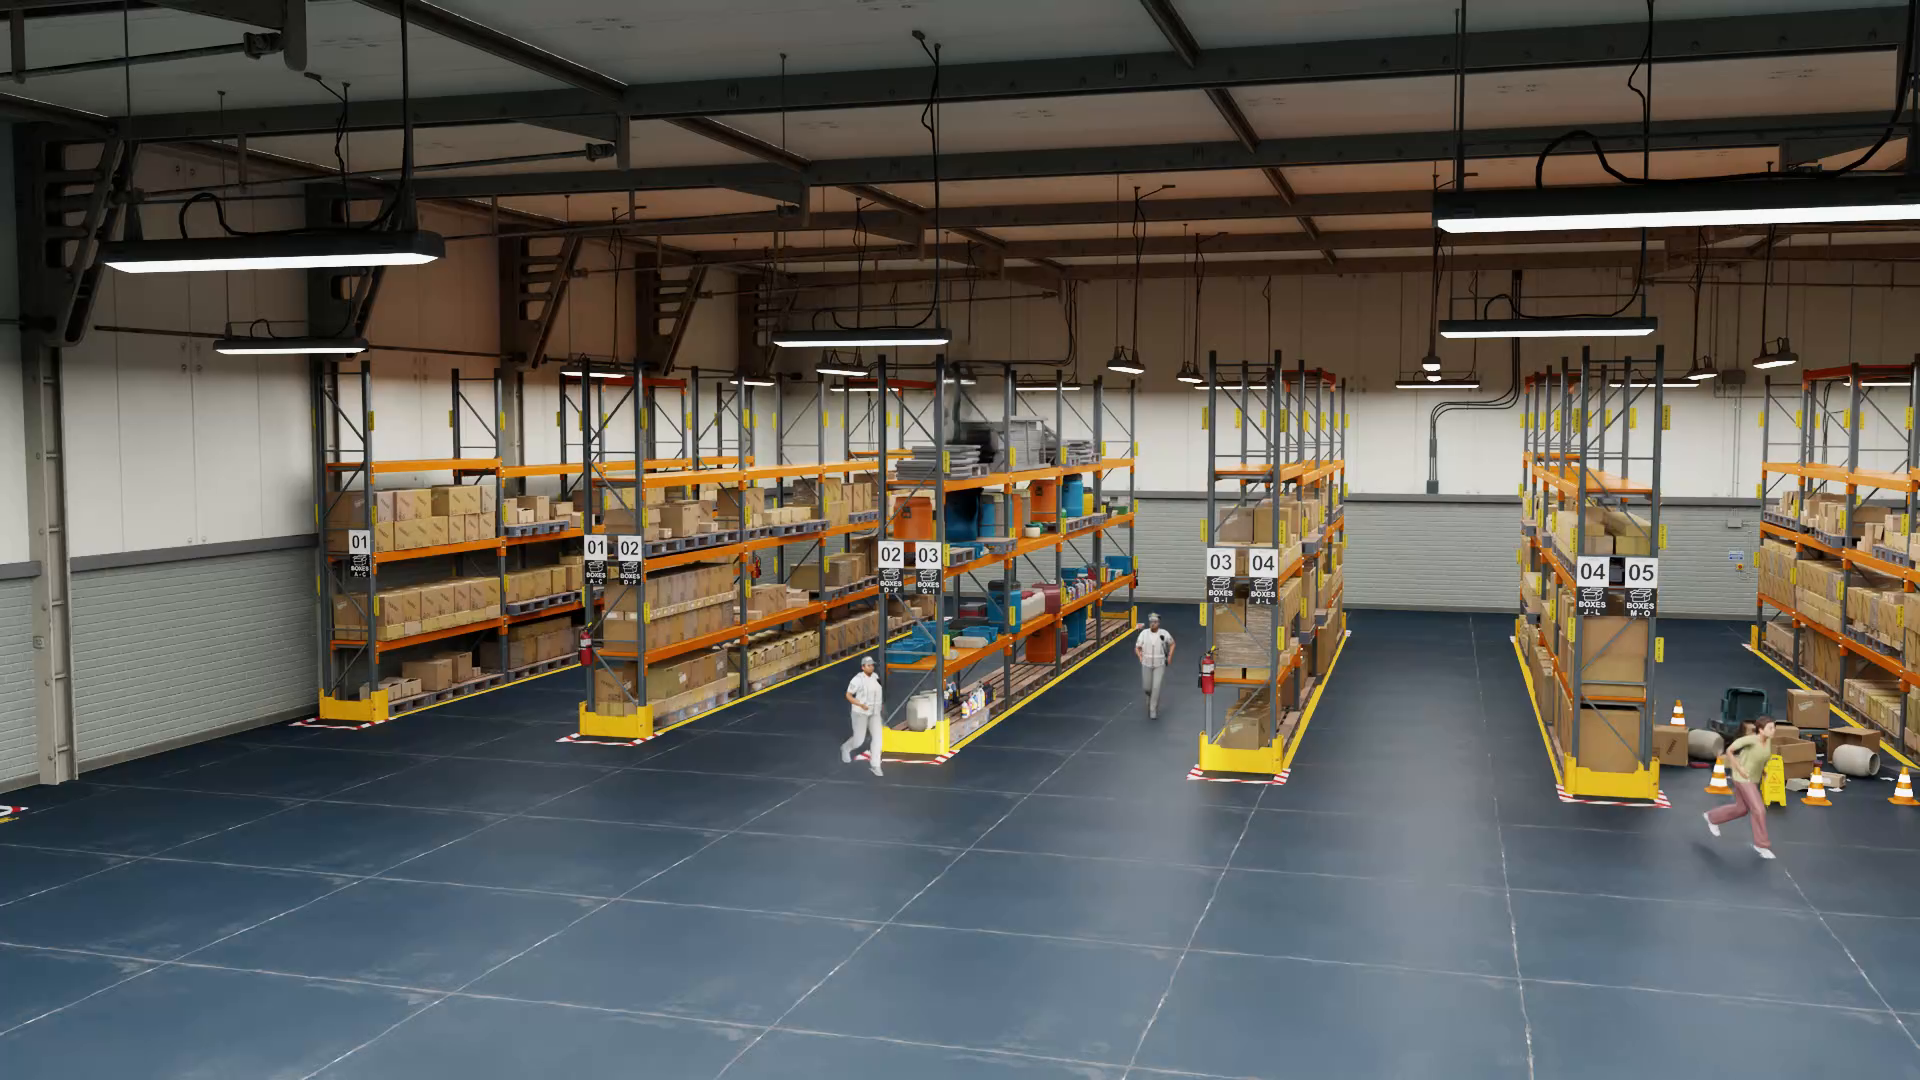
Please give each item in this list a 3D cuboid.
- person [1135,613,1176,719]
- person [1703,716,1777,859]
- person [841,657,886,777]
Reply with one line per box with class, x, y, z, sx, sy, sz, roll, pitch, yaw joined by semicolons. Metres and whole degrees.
person;3.316;2.119;28.302;0.677;1.754;0.895;1;4;12
person;9.078;2.834;19.361;0.587;1.662;0.948;-2;5;-27
person;-1.332;2.489;23.744;0.637;1.662;0.924;-3;5;-37
